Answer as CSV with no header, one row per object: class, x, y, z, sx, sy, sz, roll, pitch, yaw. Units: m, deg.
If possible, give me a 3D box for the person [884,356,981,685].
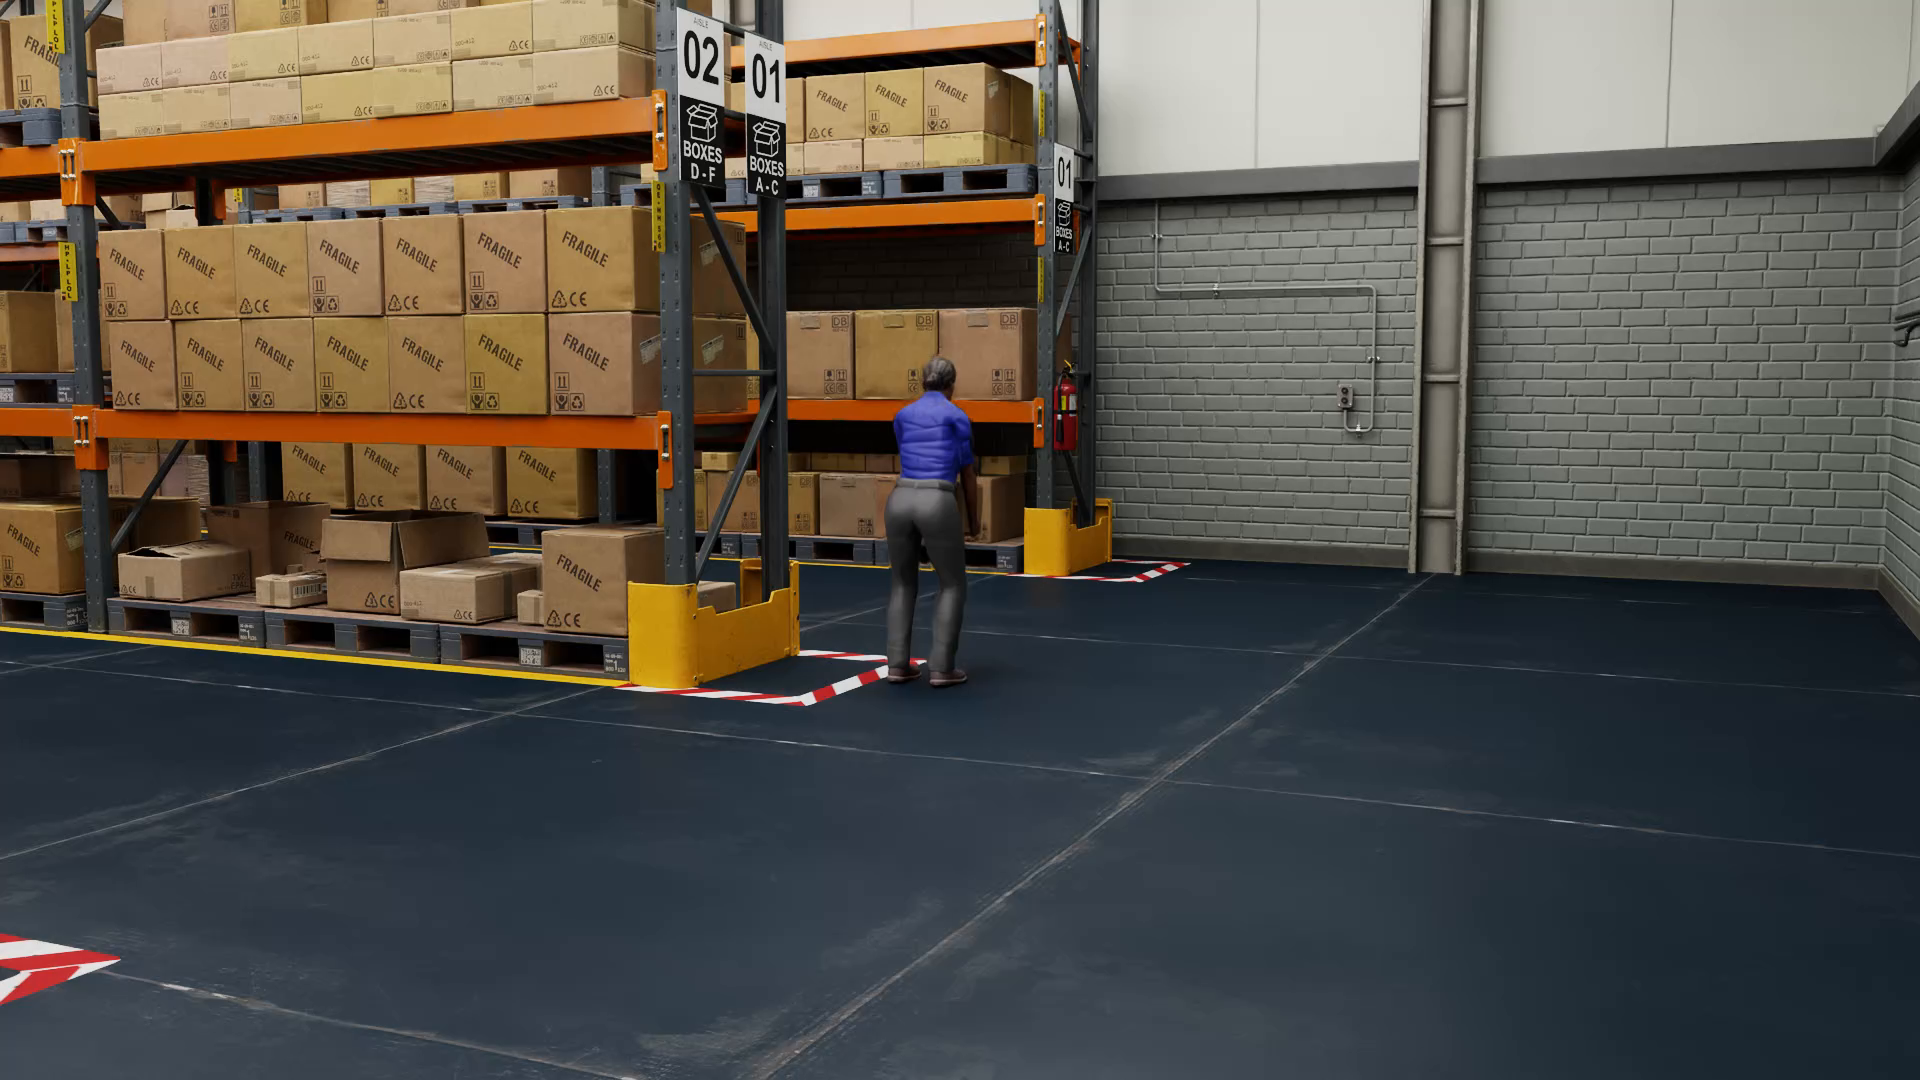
person,-0.140,-0.096,8.176,0.412,1.587,0.561,2,6,23
